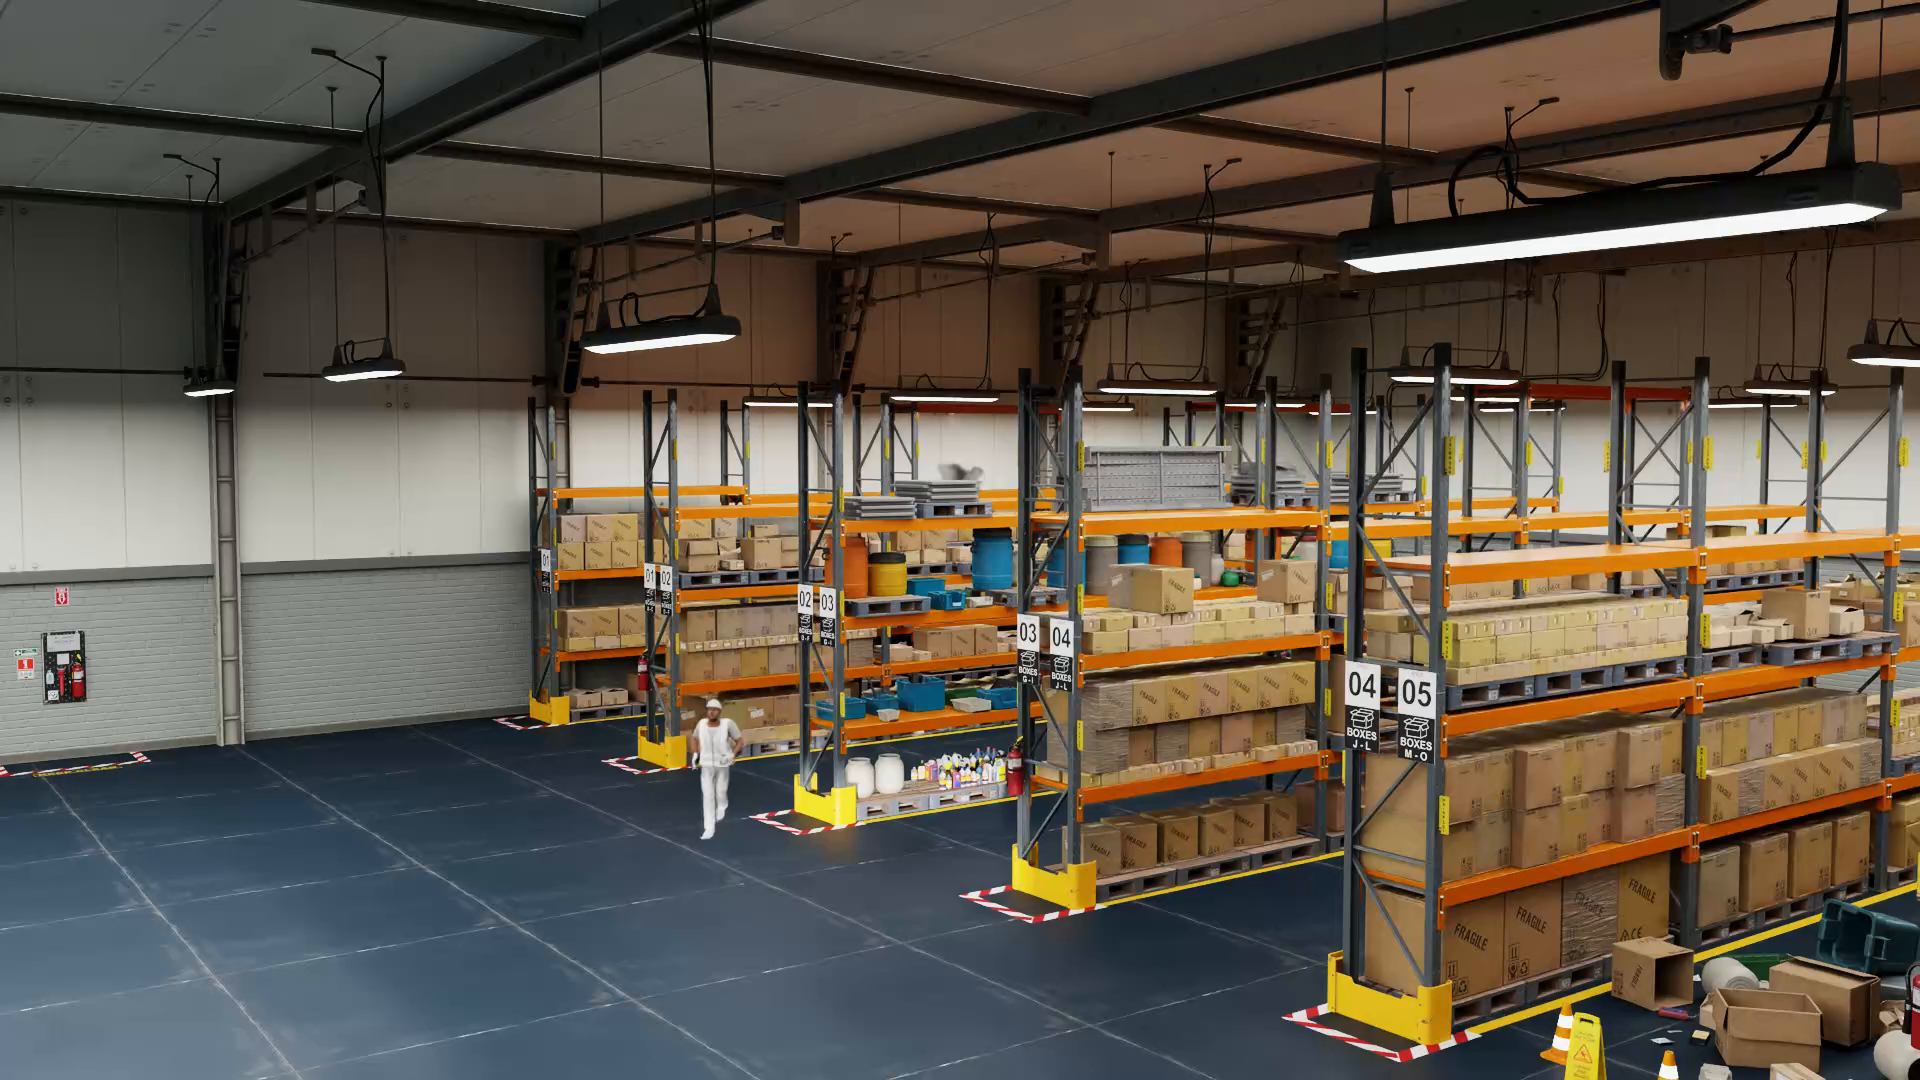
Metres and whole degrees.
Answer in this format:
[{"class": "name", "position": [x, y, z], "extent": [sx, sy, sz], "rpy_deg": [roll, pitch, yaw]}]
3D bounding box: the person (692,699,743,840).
[{"class": "person", "position": [-3.205, 2.981, 21.976], "extent": [0.697, 1.790, 0.847], "rpy_deg": [0, 3, 1]}]
